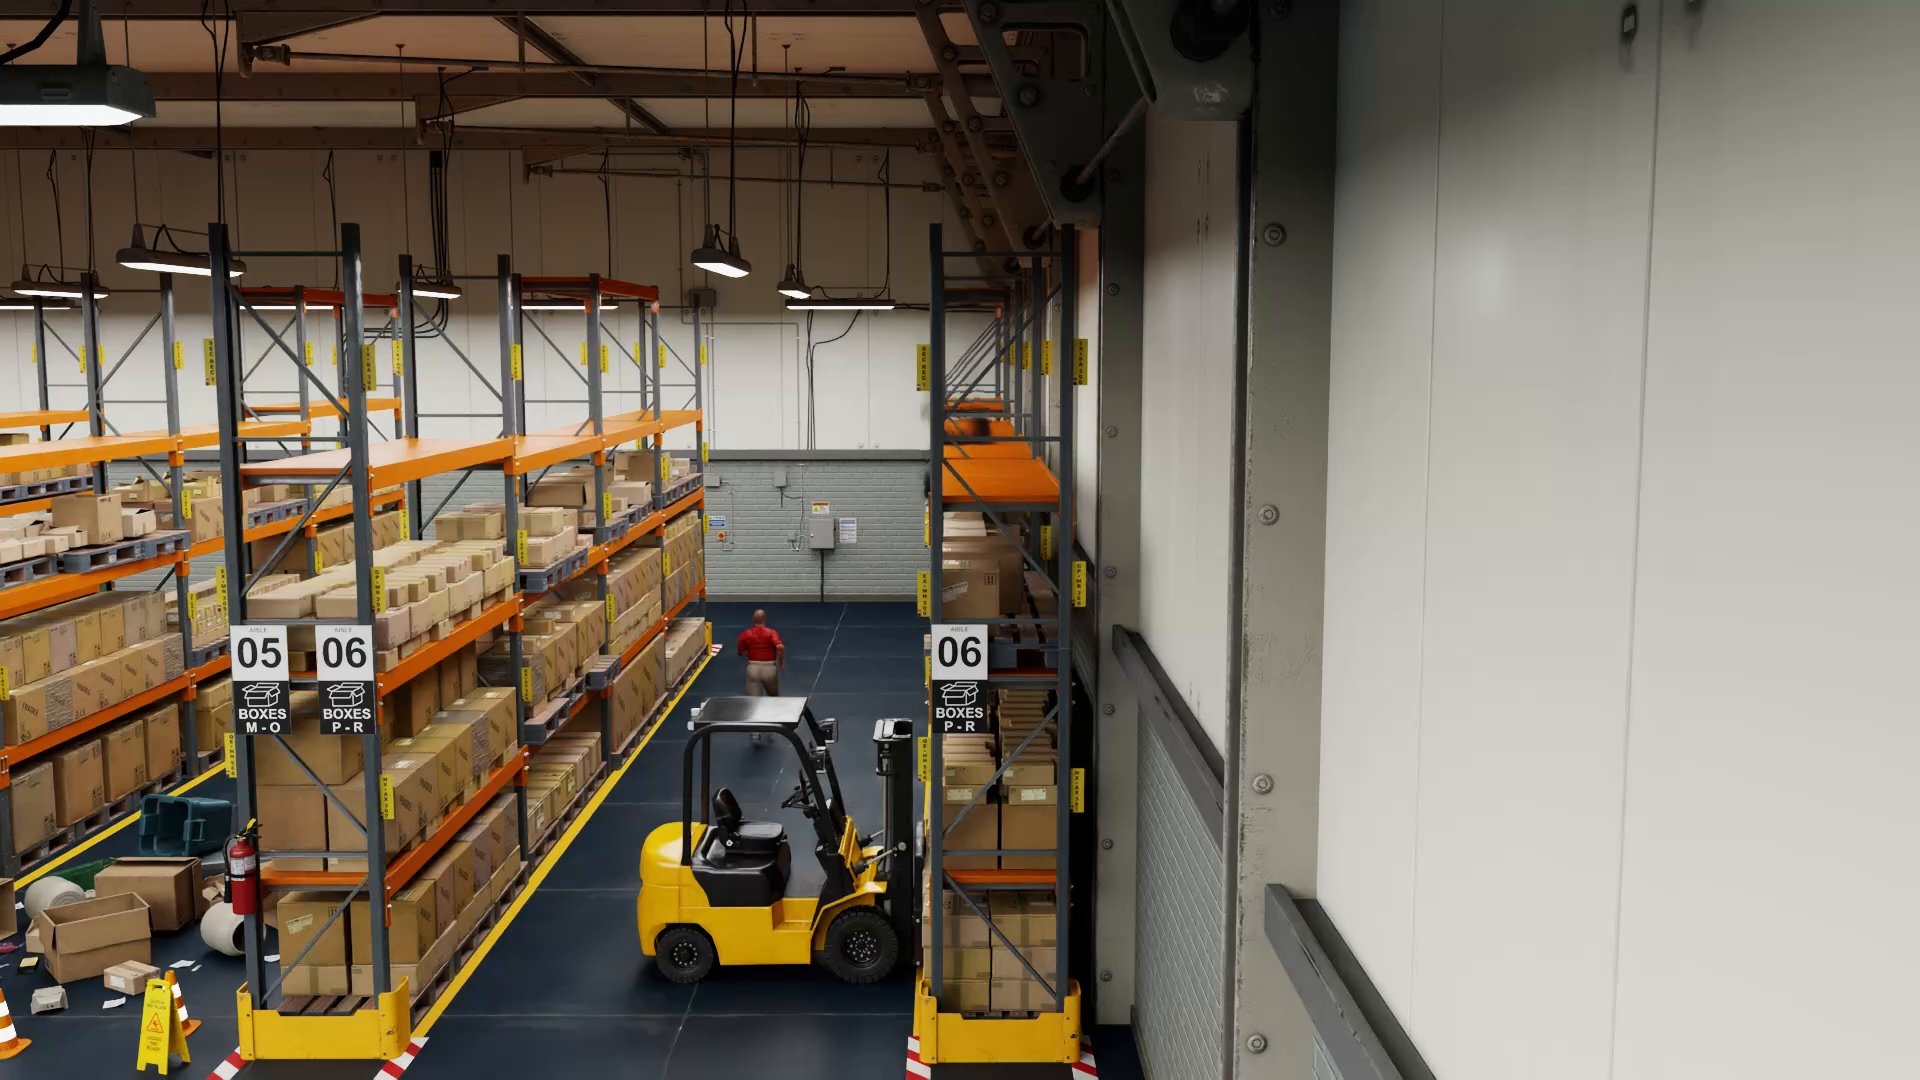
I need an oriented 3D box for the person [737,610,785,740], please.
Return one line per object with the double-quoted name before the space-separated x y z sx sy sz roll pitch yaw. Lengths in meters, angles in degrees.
"person" -2.591 1.785 21.773 0.635 1.775 0.746 0 7 -3
